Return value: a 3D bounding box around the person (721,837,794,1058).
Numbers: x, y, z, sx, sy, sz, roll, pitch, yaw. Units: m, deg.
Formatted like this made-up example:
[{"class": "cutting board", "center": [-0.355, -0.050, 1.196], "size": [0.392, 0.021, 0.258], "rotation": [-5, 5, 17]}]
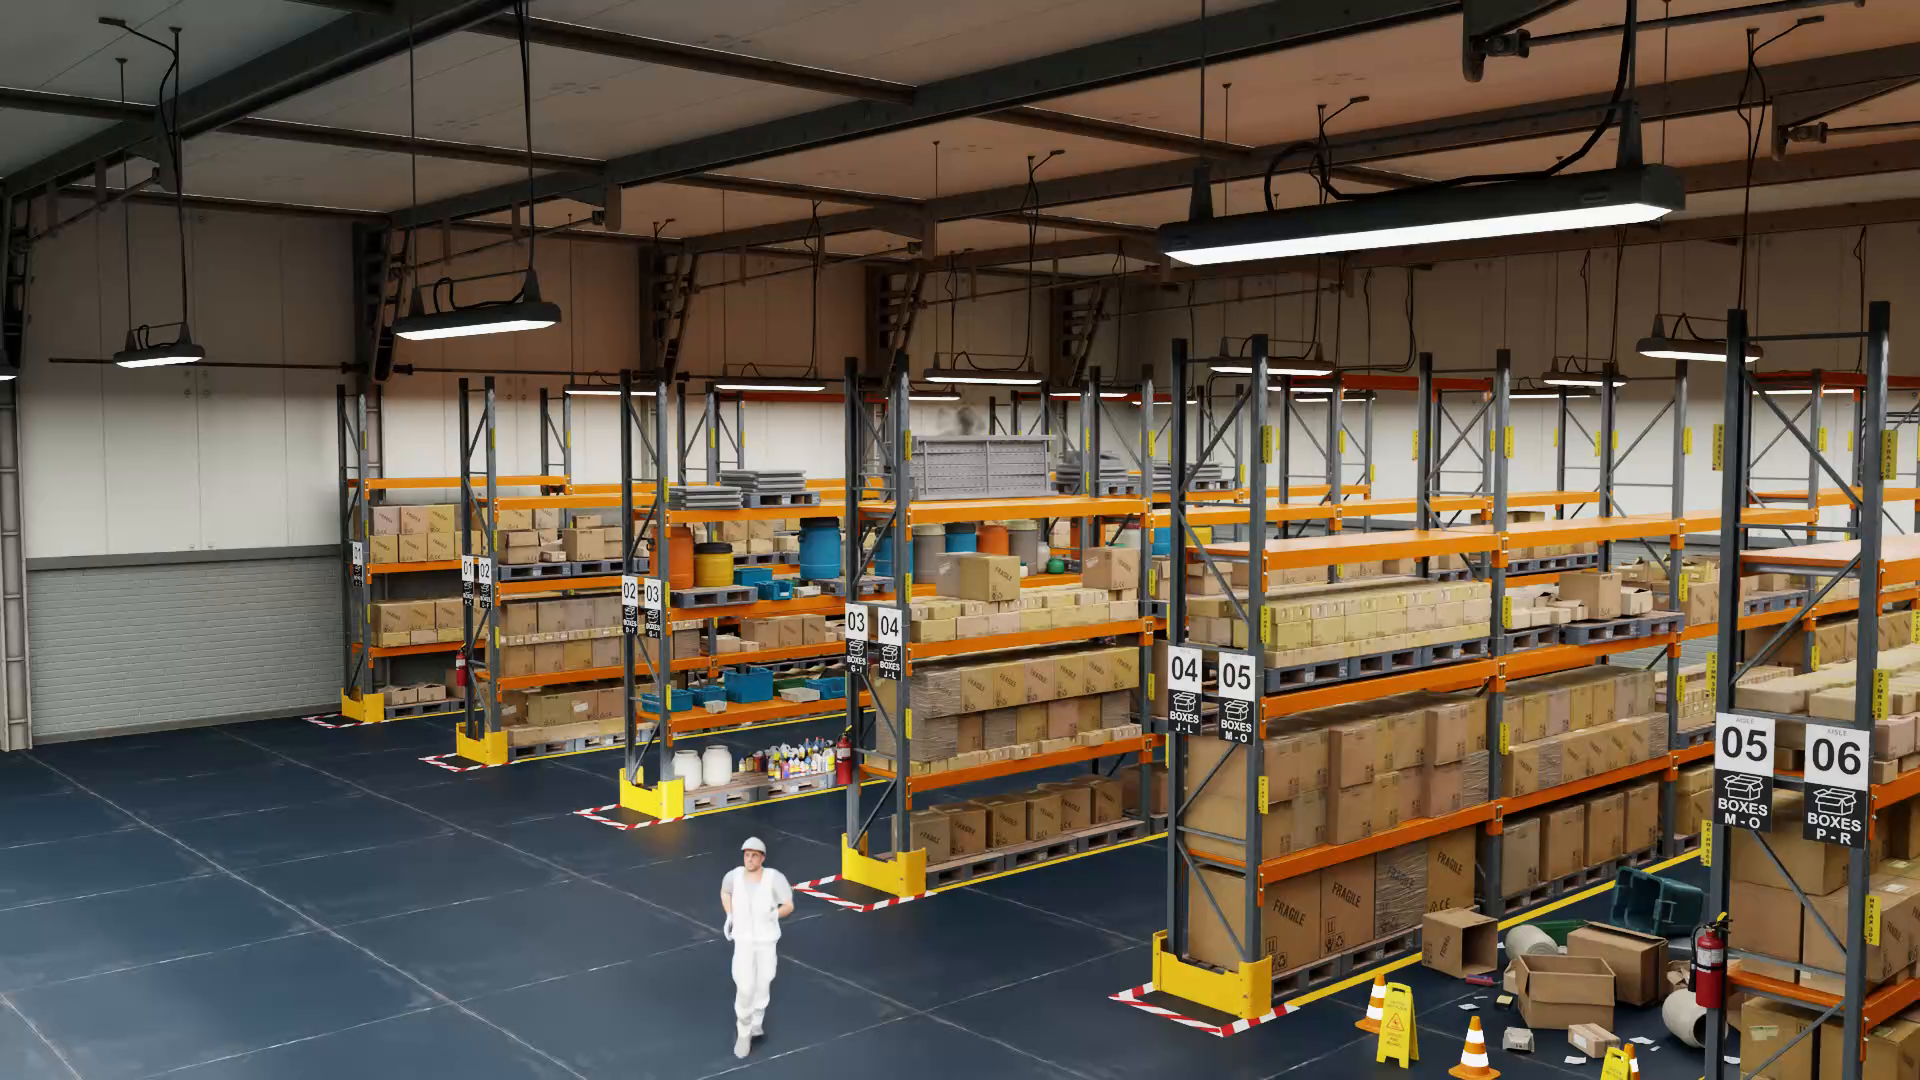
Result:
[{"class": "person", "center": [-1.691, 3.378, 13.852], "size": [0.616, 1.832, 0.746], "rotation": [0, 4, -5]}]
